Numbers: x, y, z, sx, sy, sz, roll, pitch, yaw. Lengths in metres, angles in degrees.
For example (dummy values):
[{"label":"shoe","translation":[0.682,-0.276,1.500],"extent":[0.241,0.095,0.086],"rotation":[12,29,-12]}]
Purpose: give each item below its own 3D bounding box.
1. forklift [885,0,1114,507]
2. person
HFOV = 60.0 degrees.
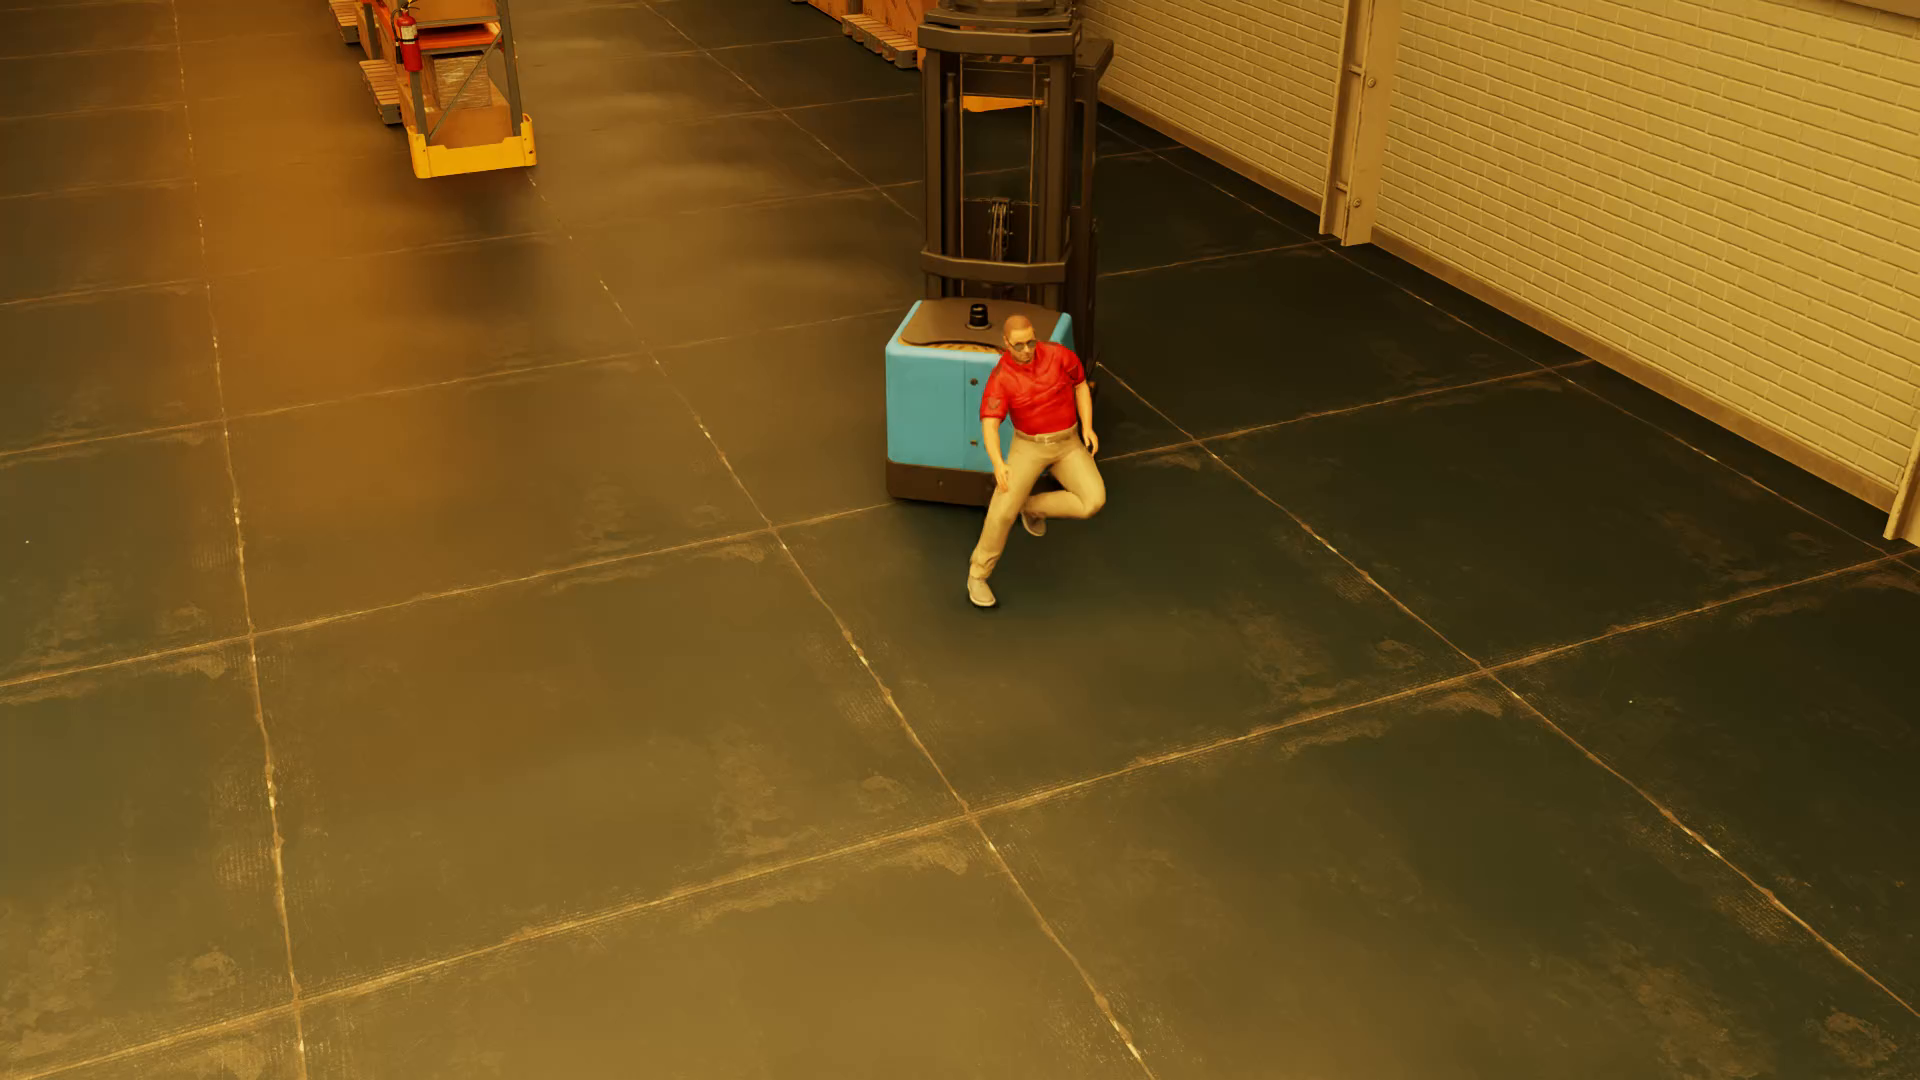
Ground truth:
[{"label":"forklift","translation":[0.362,-2.161,10.899],"extent":[1.130,2.935,3.031],"rotation":[6,30,11]},{"label":"person","translation":[0.406,-0.453,9.281],"extent":[0.797,1.562,0.721],"rotation":[-7,31,-12]}]
